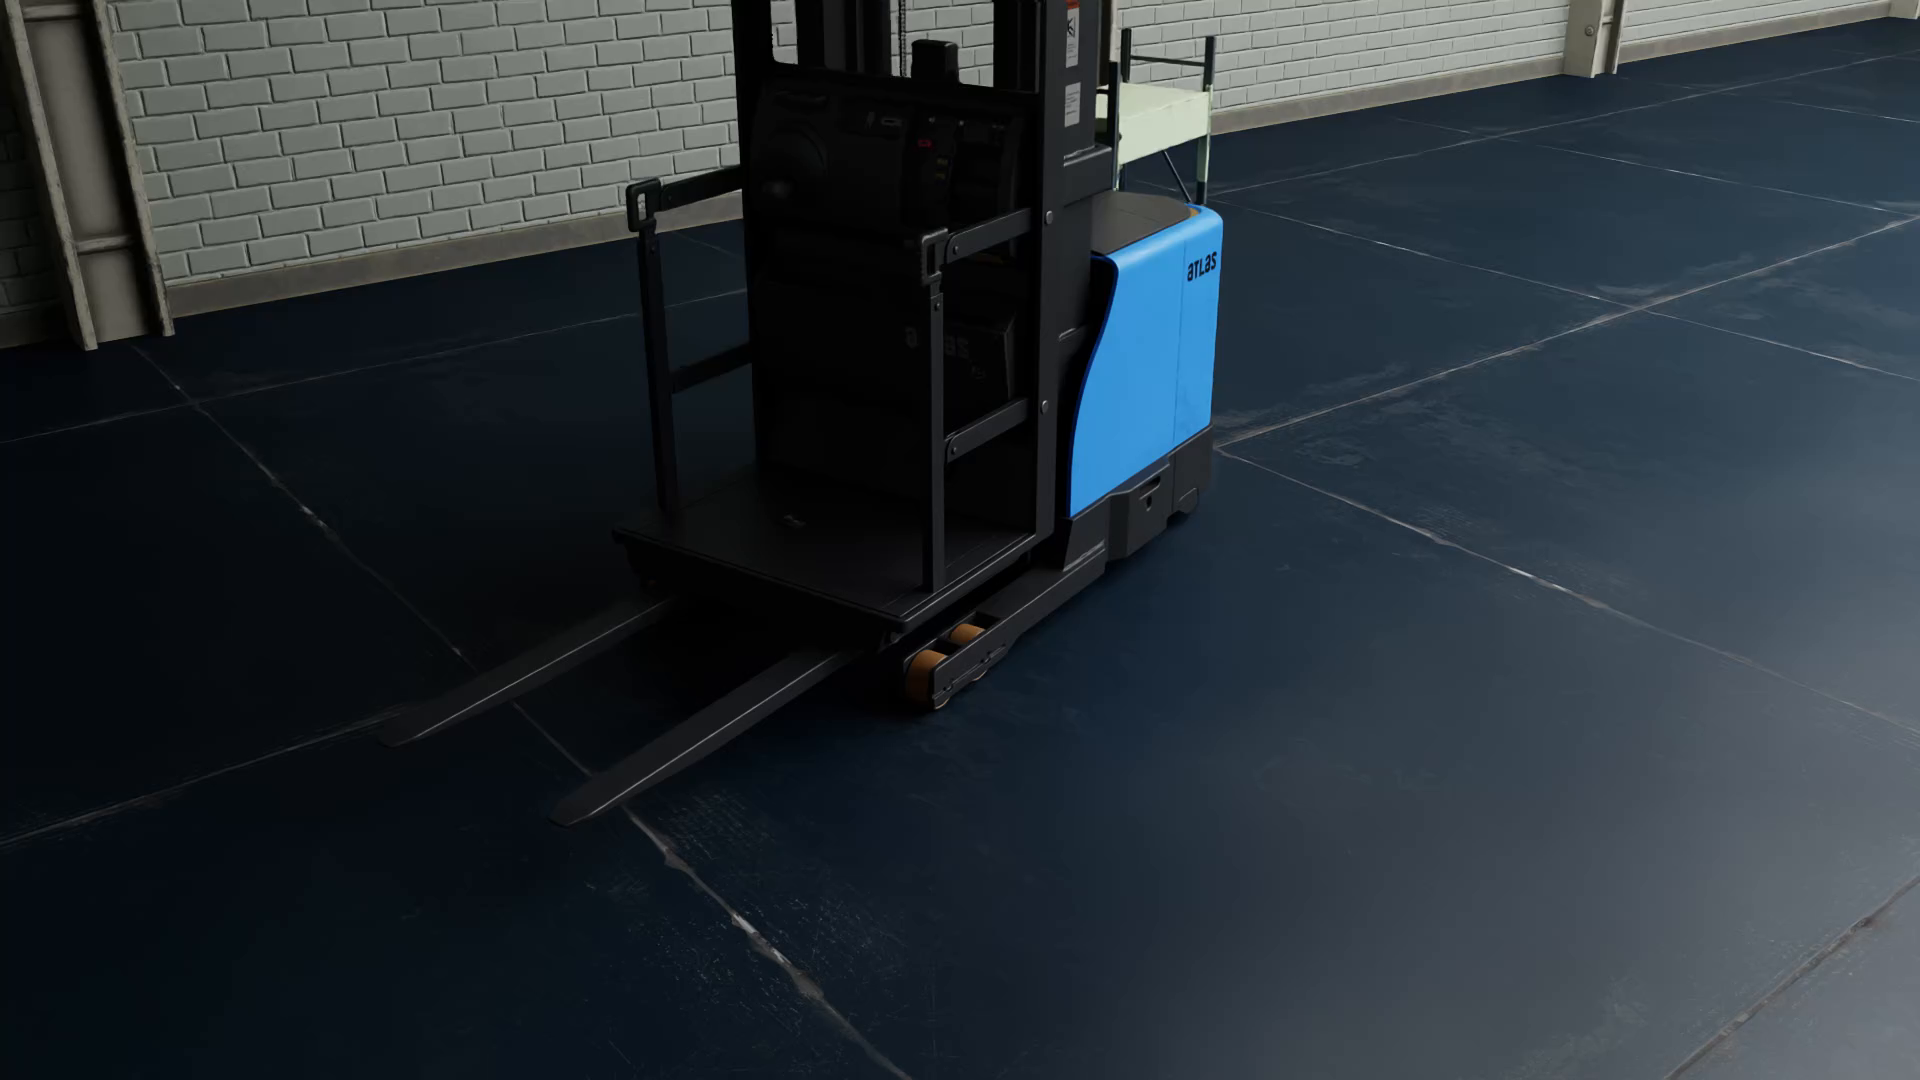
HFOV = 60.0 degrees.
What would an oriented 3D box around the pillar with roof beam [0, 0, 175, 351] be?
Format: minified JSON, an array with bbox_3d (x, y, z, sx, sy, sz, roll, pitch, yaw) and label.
[{"bbox_3d":[-1.291,-3.623,2.868,0.400,9.000,9.100,-18,31,-34],"label":"pillar with roof beam"}]

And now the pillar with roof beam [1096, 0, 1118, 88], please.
[{"bbox_3d":[3.430,-5.182,6.226,0.400,9.000,9.100,-18,31,-34],"label":"pillar with roof beam"}]

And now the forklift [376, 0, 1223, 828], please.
[{"bbox_3d":[-0.336,-1.078,4.590,1.130,2.935,3.031,16,29,30],"label":"forklift"}]

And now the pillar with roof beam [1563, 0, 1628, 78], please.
[{"bbox_3d":[8.152,-6.741,9.584,0.400,9.000,9.100,-18,31,-34],"label":"pillar with roof beam"}]

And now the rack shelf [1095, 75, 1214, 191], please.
[{"bbox_3d":[0.591,-1.493,6.257,0.431,0.370,0.720,16,29,31],"label":"rack shelf"}]

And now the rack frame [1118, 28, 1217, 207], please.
[{"bbox_3d":[0.798,-1.265,6.694,0.400,1.500,0.023,16,29,31],"label":"rack frame"}]

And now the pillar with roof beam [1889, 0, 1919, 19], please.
[{"bbox_3d":[12.873,-8.299,12.943,0.400,9.000,9.100,-18,31,-34],"label":"pillar with roof beam"}]

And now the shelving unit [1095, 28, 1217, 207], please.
[{"bbox_3d":[0.591,-1.139,6.420,0.431,1.500,0.755,16,29,31],"label":"shelving unit"}]

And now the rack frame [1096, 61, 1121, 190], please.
[{"bbox_3d":[0.383,-1.013,6.146,0.400,1.500,0.023,16,29,31],"label":"rack frame"}]
